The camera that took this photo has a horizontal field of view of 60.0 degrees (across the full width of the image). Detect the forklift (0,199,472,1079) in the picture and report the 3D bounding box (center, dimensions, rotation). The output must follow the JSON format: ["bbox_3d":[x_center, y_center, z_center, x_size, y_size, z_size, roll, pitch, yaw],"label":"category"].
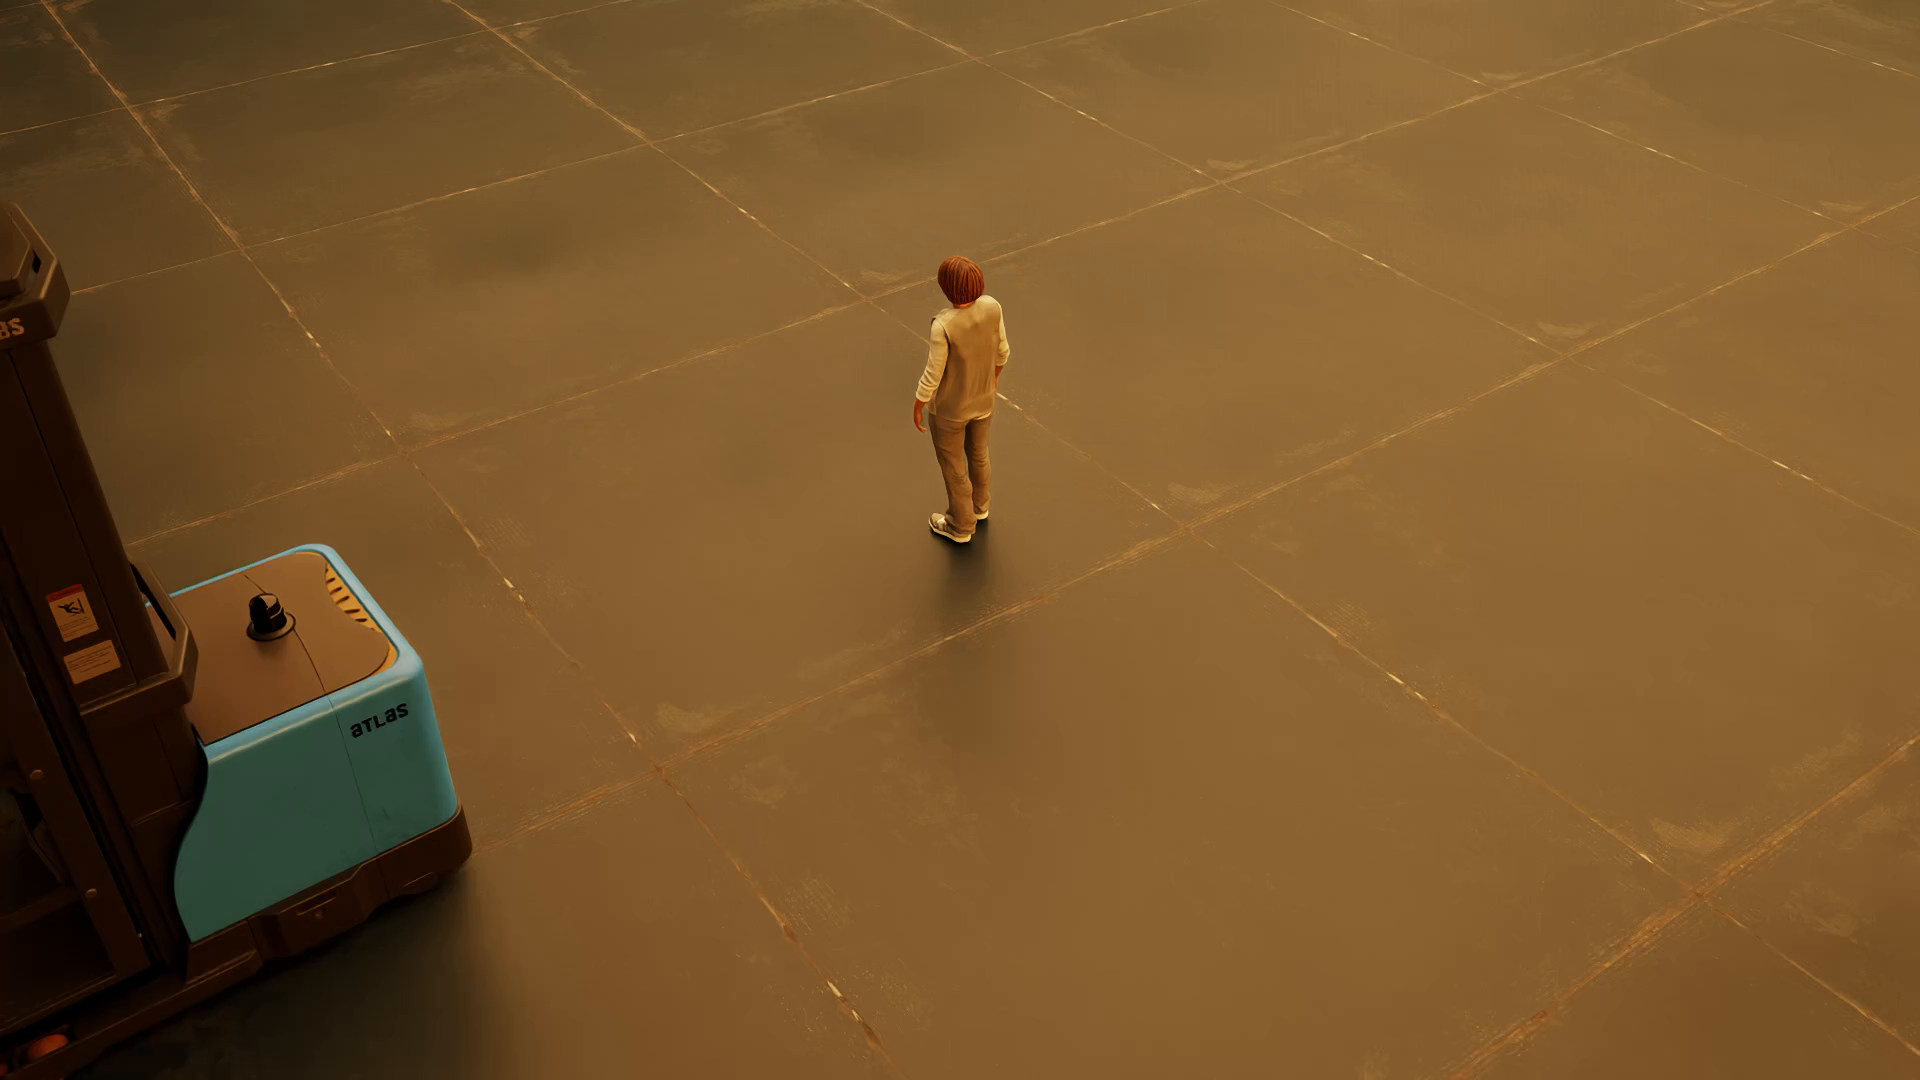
[{"bbox_3d":[-3.416,0.437,5.353,3.031,2.935,1.130,-25,43,-30],"label":"forklift"}]

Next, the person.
[{"bbox_3d":[-0.032,-0.686,7.988,0.521,1.592,0.473,-23,42,-28],"label":"person"}]
